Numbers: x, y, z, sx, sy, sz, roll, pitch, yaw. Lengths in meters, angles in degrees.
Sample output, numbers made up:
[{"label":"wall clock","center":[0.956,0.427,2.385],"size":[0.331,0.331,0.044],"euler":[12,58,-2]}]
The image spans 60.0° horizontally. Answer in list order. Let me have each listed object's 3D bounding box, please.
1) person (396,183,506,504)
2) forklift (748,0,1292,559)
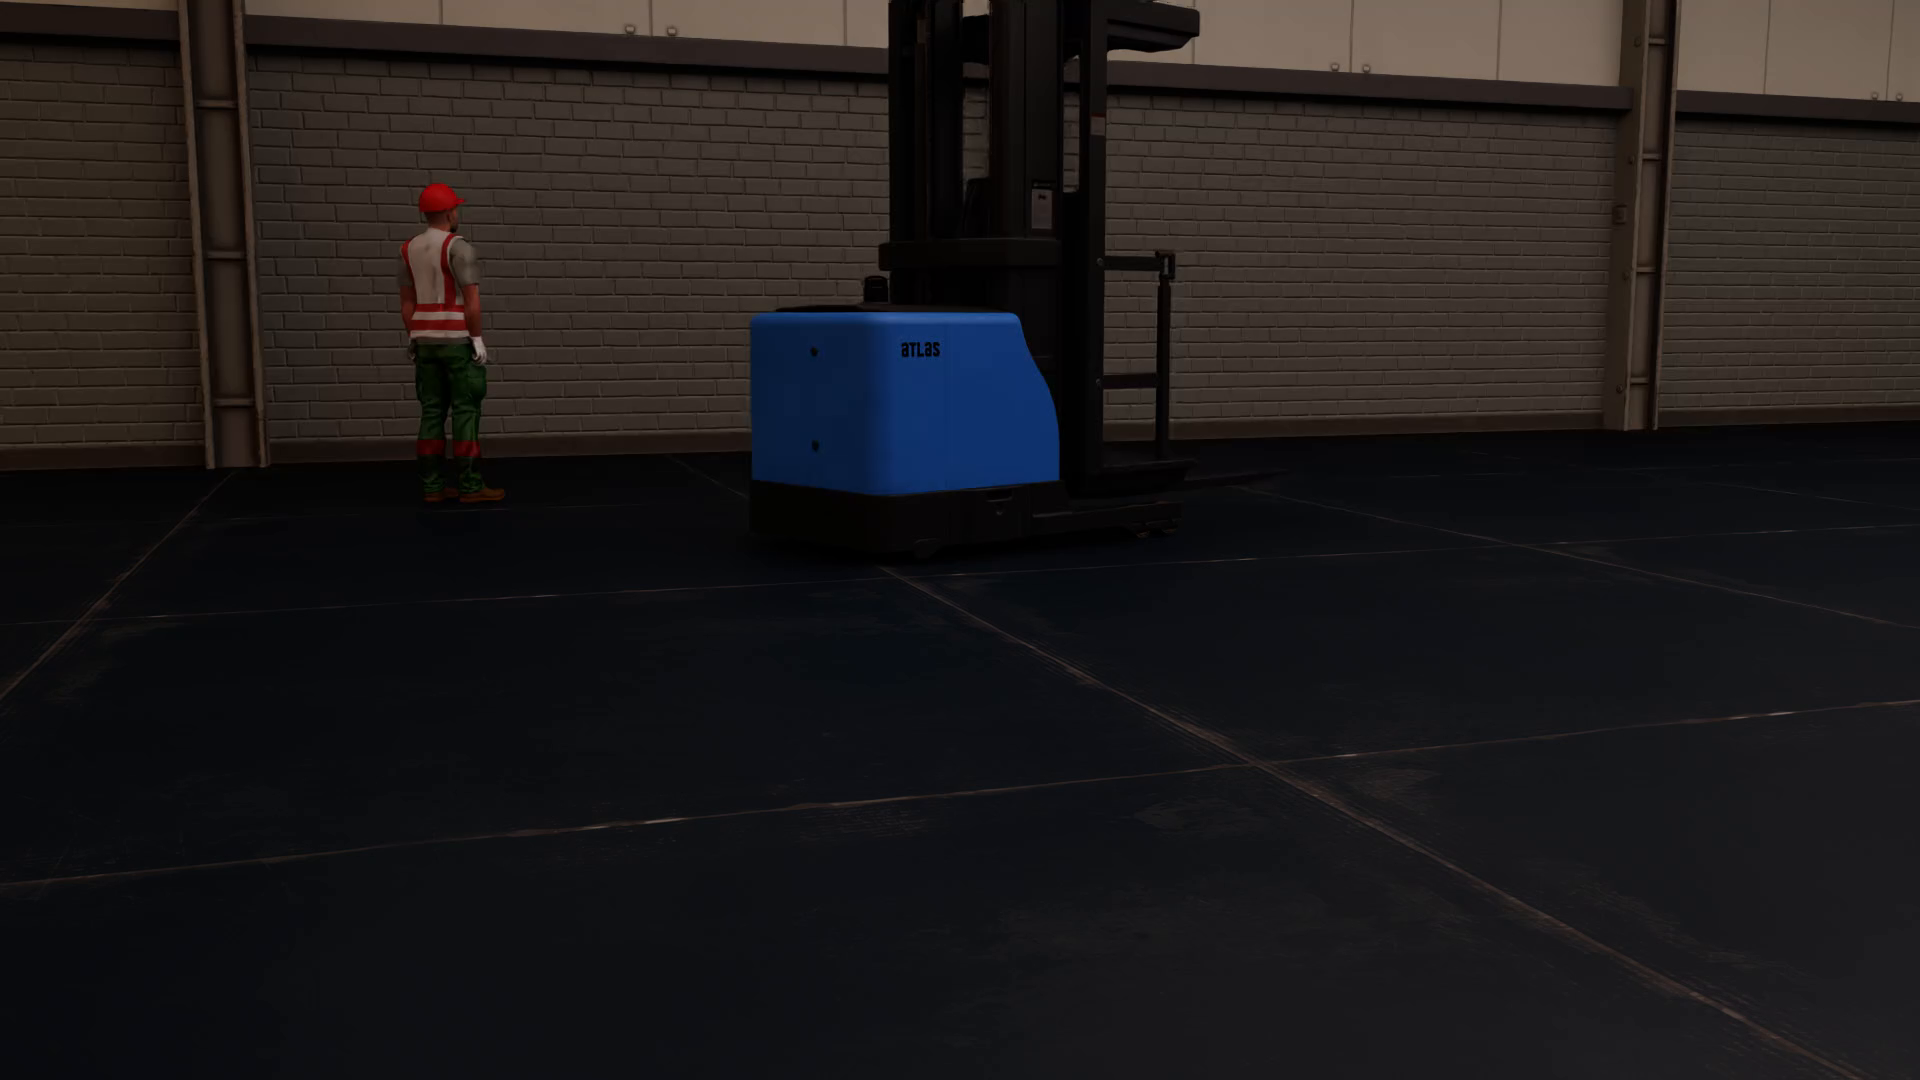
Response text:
[{"label":"person","center":[-2.901,-1.110,9.444],"size":[0.528,1.796,0.362],"euler":[3,8,20]},{"label":"forklift","center":[0.458,-1.510,8.154],"size":[3.031,2.935,1.130],"euler":[-7,10,-41]}]
